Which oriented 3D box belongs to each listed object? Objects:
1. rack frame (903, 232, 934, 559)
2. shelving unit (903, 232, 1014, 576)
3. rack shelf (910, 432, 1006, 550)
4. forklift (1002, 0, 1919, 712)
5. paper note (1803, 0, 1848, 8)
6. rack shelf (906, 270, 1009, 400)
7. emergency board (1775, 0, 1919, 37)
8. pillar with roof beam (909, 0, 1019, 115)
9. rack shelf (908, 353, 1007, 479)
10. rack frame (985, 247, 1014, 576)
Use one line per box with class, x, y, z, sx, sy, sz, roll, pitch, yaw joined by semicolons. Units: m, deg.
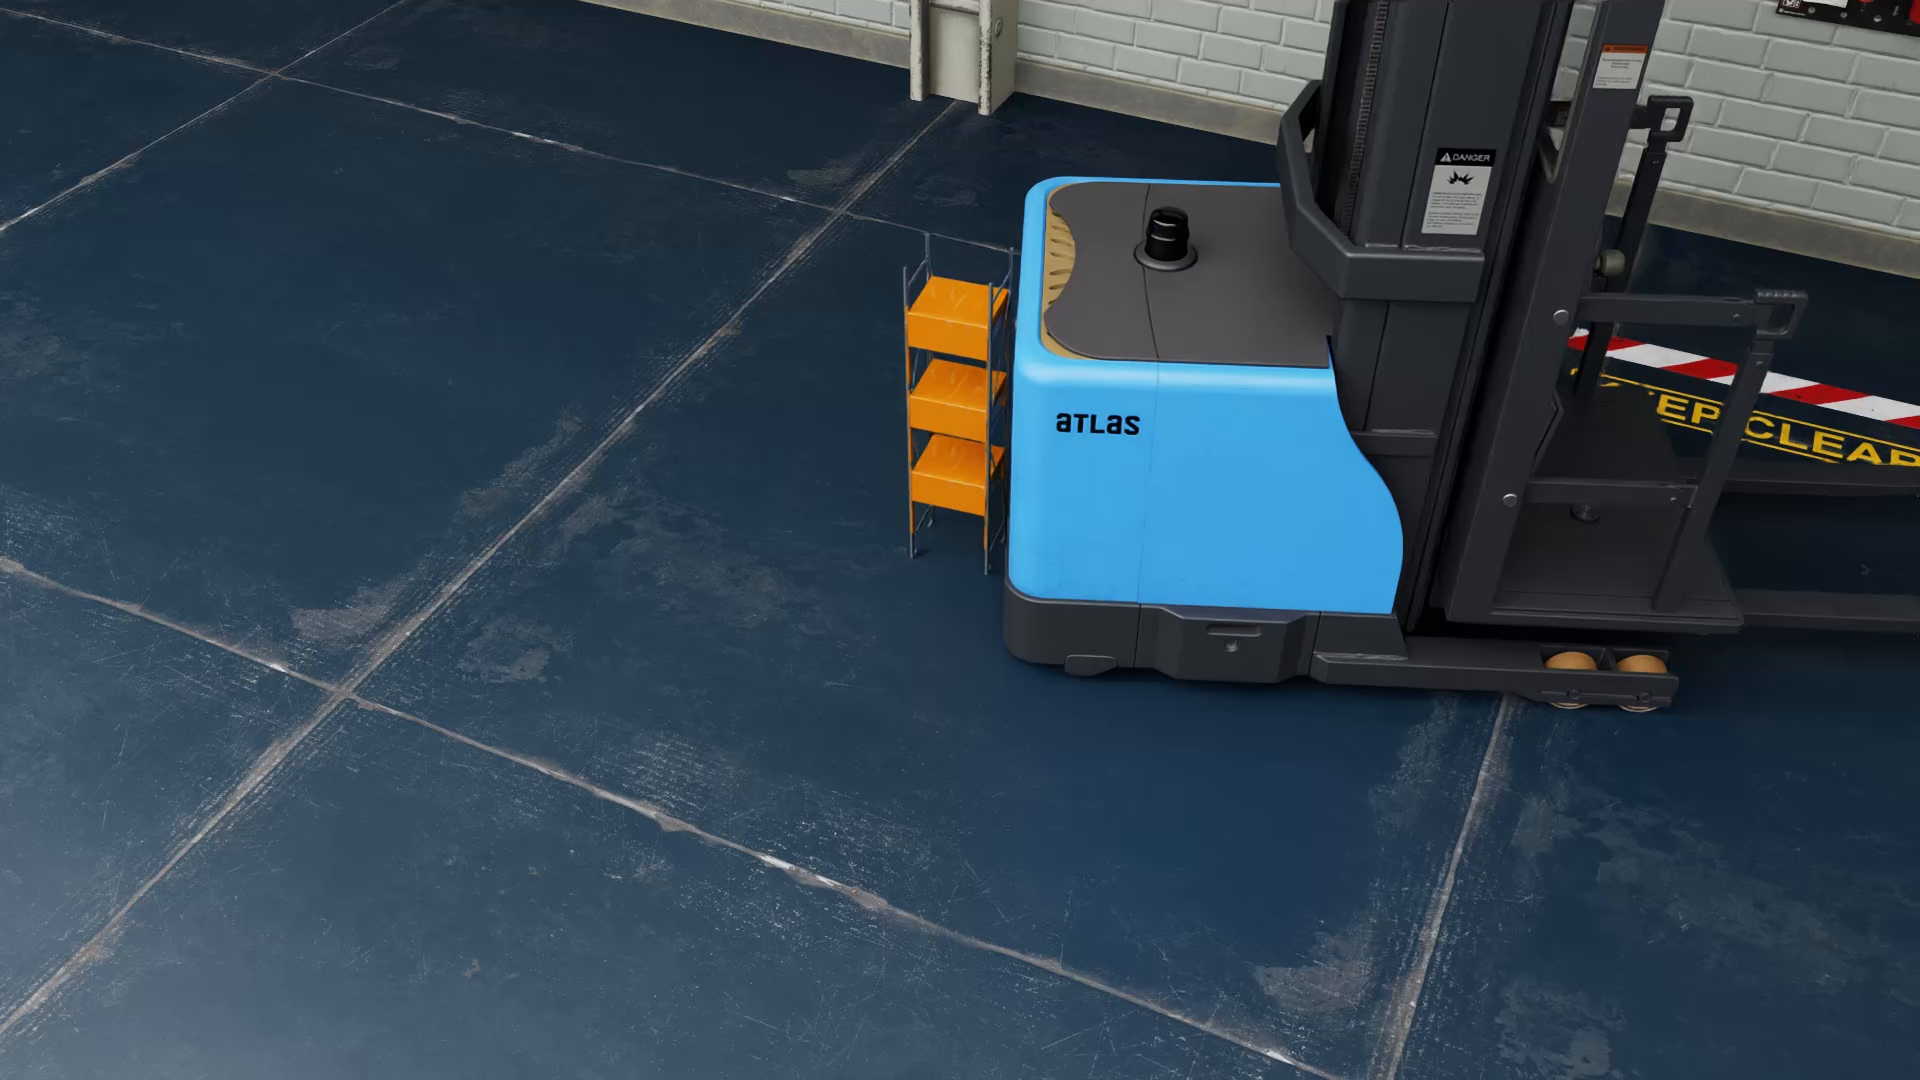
rack frame;-0.119;-0.400;4.910;0.008;1.050;0.200;13;42;14
shelving unit;-0.003;-0.374;4.880;0.252;1.050;0.215;13;42;14
rack shelf;-0.003;-0.156;5.069;0.240;0.259;0.215;13;42;14
forklift;1.662;-0.985;4.148;3.031;2.935;1.130;2;41;3
paper note;3.100;-1.980;5.917;0.142;0.148;0.016;17;44;19
rack shelf;-0.003;-0.581;4.701;0.240;0.259;0.215;13;42;14
emergency board;3.231;-2.223;5.525;0.643;1.169;0.194;17;44;19
pillar with roof beam;-1.803;-2.890;1.713;0.400;9.000;9.100;17;44;19
rack shelf;-0.003;-0.366;4.887;0.240;0.259;0.215;13;42;14
rack frame;0.112;-0.349;4.851;0.008;1.050;0.200;13;42;14
